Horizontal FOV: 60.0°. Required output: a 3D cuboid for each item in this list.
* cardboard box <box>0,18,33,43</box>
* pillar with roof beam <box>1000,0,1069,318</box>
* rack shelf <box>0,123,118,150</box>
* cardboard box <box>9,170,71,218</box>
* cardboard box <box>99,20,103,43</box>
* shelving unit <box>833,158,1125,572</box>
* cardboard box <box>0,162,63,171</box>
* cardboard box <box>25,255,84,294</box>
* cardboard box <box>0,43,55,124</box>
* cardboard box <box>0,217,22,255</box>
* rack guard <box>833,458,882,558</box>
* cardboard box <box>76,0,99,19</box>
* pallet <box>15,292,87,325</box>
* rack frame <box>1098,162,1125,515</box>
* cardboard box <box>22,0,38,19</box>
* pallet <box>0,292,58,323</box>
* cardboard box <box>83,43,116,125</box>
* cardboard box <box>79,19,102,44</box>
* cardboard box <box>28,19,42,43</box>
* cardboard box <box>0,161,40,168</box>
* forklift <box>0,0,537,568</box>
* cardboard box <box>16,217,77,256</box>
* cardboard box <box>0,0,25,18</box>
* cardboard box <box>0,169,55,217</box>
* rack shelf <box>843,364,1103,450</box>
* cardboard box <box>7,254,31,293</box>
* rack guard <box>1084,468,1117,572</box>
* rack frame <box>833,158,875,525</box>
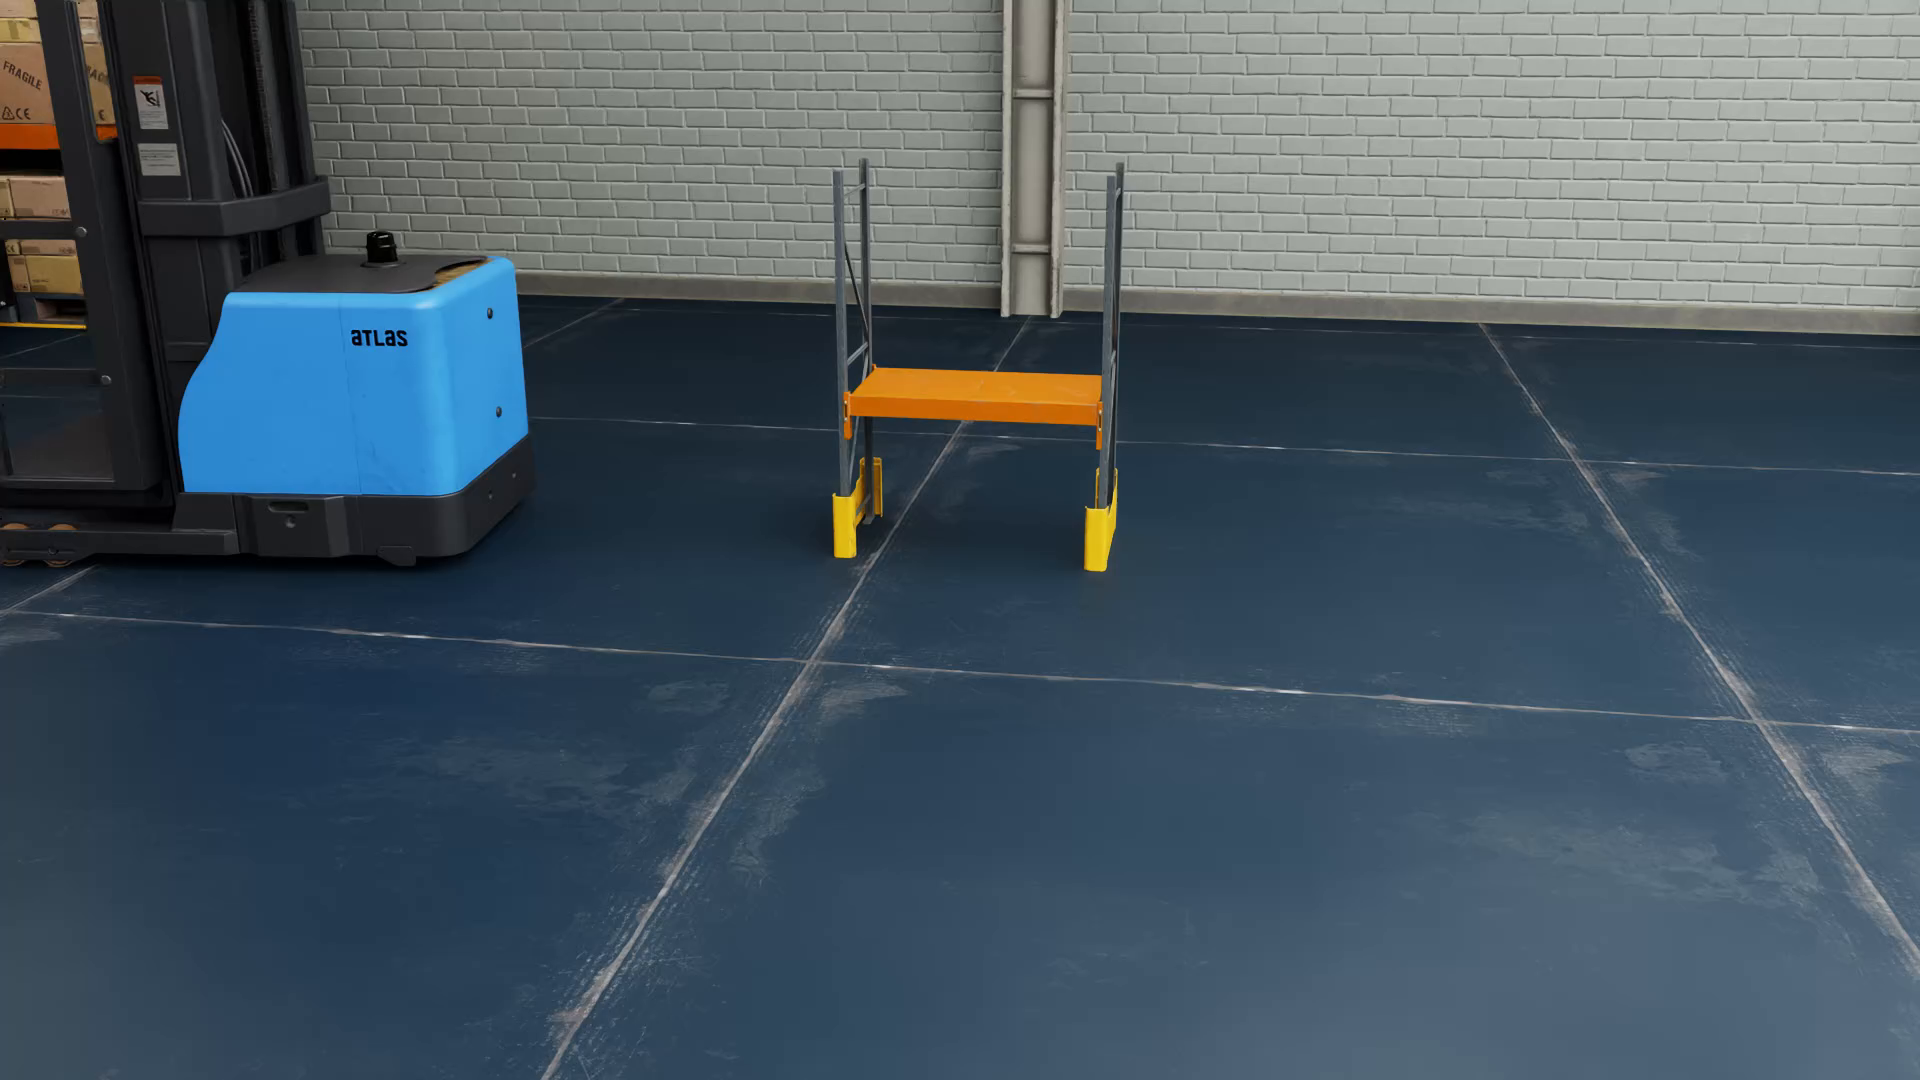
[{"bbox_3d":[-6.015,-3.313,10.797,0.250,0.149,0.380,3,19,8],"label":"cardboard box"},{"bbox_3d":[-0.185,-4.488,6.035,0.400,9.000,9.100,3,19,9],"label":"pillar with roof beam"},{"bbox_3d":[-6.857,-2.736,11.386,4.000,0.370,1.077,3,19,9],"label":"rack shelf"},{"bbox_3d":[-5.891,-2.295,11.031,0.500,0.250,0.500,3,19,10],"label":"cardboard box"},{"bbox_3d":[-5.269,-3.261,10.642,0.250,0.149,0.380,3,19,9],"label":"cardboard box"},{"bbox_3d":[0.075,-0.707,6.554,1.083,1.500,0.587,3,19,9],"label":"shelving unit"},{"bbox_3d":[-6.313,-2.482,11.589,0.500,0.250,0.500,3,19,8],"label":"cardboard box"},{"bbox_3d":[-5.886,-1.824,11.200,0.500,0.250,0.500,3,19,9],"label":"cardboard box"},{"bbox_3d":[-5.920,-2.995,10.870,0.500,0.500,0.500,4,19,10],"label":"cardboard box"},{"bbox_3d":[-6.419,-2.083,11.186,0.500,0.250,0.500,2,19,7],"label":"cardboard box"},{"bbox_3d":[-0.416,-0.140,6.827,0.087,0.250,0.587,3,19,9],"label":"rack guard"},{"bbox_3d":[-5.518,-3.427,10.670,0.250,0.149,0.380,3,19,9],"label":"cardboard box"},{"bbox_3d":[-5.644,-1.679,11.490,1.213,0.211,1.003,3,19,9],"label":"pallet"},{"bbox_3d":[0.586,-0.681,6.476,0.032,1.500,0.500,3,19,9],"label":"rack frame"},{"bbox_3d":[-5.780,-3.432,10.684,0.250,0.149,0.380,3,19,10],"label":"cardboard box"},{"bbox_3d":[-6.845,-1.742,11.675,1.213,0.211,1.003,3,19,9],"label":"pallet"},{"bbox_3d":[-5.410,-2.966,10.784,0.500,0.500,0.500,3,19,7],"label":"cardboard box"},{"bbox_3d":[-5.526,-3.265,10.653,0.250,0.149,0.380,3,19,10],"label":"cardboard box"},{"bbox_3d":[-5.772,-3.297,10.749,0.250,0.149,0.380,3,19,10],"label":"cardboard box"},{"bbox_3d":[-6.817,-2.510,11.673,0.500,0.250,0.500,3,19,8],"label":"cardboard box"},{"bbox_3d":[-3.392,-1.449,6.514,3.031,2.935,1.130,1,19,3],"label":"forklift"},{"bbox_3d":[-5.906,-2.064,11.128,0.500,0.250,0.500,3,19,8],"label":"cardboard box"},{"bbox_3d":[-6.014,-3.468,10.791,0.250,0.149,0.380,3,19,9],"label":"cardboard box"},{"bbox_3d":[-6.391,-2.317,11.098,0.500,0.250,0.500,3,19,9],"label":"cardboard box"},{"bbox_3d":[0.084,-0.536,6.609,1.000,0.185,0.538,3,19,9],"label":"rack shelf"},{"bbox_3d":[-6.378,-1.852,11.283,0.500,0.250,0.500,3,19,9],"label":"cardboard box"},{"bbox_3d":[0.567,-0.090,6.677,0.087,0.250,0.587,3,19,9],"label":"rack guard"},{"bbox_3d":[-0.418,-0.733,6.629,0.032,1.500,0.500,3,19,9],"label":"rack frame"}]
